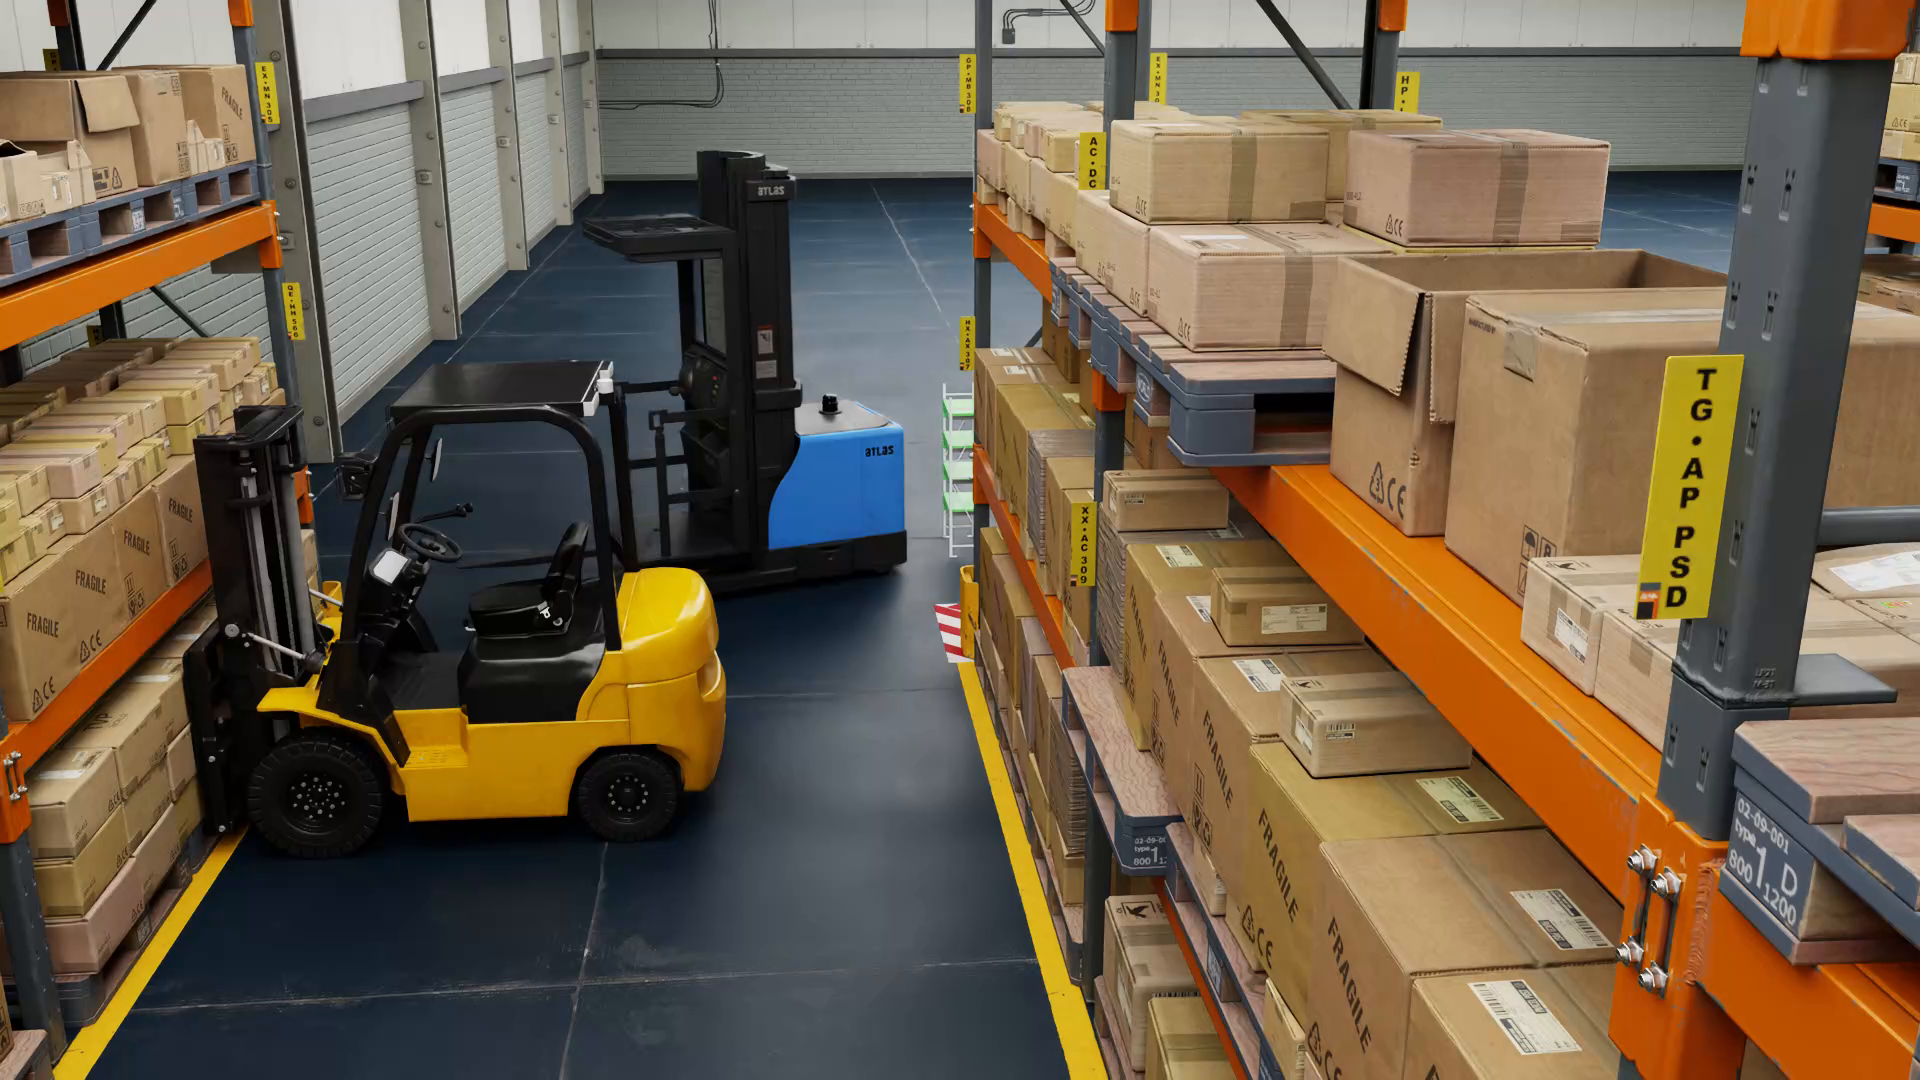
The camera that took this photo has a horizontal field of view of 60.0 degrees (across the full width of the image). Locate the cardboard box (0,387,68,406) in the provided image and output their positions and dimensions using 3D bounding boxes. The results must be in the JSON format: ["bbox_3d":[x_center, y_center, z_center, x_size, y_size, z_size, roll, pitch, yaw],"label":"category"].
[{"bbox_3d":[-4.500,-0.629,7.926,0.380,0.149,0.250,-2,18,-7],"label":"cardboard box"}]

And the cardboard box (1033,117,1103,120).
[{"bbox_3d":[0.547,-1.906,7.822,0.380,0.149,0.250,-1,17,-4],"label":"cardboard box"}]

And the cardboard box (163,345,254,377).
[{"bbox_3d":[-4.046,-0.953,8.959,0.380,0.149,0.250,-2,18,-6],"label":"cardboard box"}]

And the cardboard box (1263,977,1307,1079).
[{"bbox_3d":[0.915,1.123,3.810,0.380,0.149,0.250,-1,17,-5],"label":"cardboard box"}]

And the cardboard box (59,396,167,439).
[{"bbox_3d":[-3.938,-0.569,7.735,0.380,0.149,0.250,-2,17,-5],"label":"cardboard box"}]

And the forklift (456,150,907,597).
[{"bbox_3d":[-1.938,-1.116,11.338,3.031,2.935,1.130,-8,19,-24],"label":"forklift"}]

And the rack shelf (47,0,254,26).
[{"bbox_3d":[-4.143,-2.359,7.037,1.077,0.370,4.000,-2,18,-6],"label":"rack shelf"}]

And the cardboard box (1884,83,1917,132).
[{"bbox_3d":[5.349,-2.411,9.227,0.500,0.250,0.500,-2,18,-6],"label":"cardboard box"}]

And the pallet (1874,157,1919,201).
[{"bbox_3d":[5.588,-2.132,9.602,1.003,0.211,1.213,-2,18,-6],"label":"pallet"}]

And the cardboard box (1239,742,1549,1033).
[{"bbox_3d":[0.972,0.781,3.816,0.500,0.500,0.500,-3,18,-9],"label":"cardboard box"}]

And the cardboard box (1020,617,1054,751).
[{"bbox_3d":[0.565,0.693,8.100,0.500,0.500,0.500,-1,17,-3],"label":"cardboard box"}]

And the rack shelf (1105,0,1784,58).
[{"bbox_3d":[1.207,-1.322,3.733,1.077,0.370,4.000,-2,18,-6],"label":"rack shelf"}]

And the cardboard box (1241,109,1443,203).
[{"bbox_3d":[1.187,-1.219,5.260,0.500,0.250,0.500,-1,17,-4],"label":"cardboard box"}]

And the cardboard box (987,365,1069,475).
[{"bbox_3d":[0.417,-0.667,9.130,0.500,0.500,0.500,-1,17,-4],"label":"cardboard box"}]

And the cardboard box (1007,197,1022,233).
[{"bbox_3d":[0.436,-1.599,8.174,0.380,0.149,0.250,-2,17,-5],"label":"cardboard box"}]

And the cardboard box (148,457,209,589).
[{"bbox_3d":[-3.877,-0.079,7.754,0.500,0.500,0.500,-2,18,-5],"label":"cardboard box"}]

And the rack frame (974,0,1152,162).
[{"bbox_3d":[0.588,-3.644,9.259,1.000,3.000,0.127,-2,18,-6],"label":"rack frame"}]

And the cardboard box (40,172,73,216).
[{"bbox_3d":[-3.760,-1.366,6.565,0.380,0.149,0.250,-1,17,-4],"label":"cardboard box"}]

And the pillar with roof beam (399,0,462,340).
[{"bbox_3d":[-2.129,-6.962,19.829,9.100,9.000,0.400,-2,18,-6],"label":"pillar with roof beam"}]

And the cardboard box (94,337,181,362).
[{"bbox_3d":[-4.527,-1.019,9.169,0.380,0.149,0.250,-2,18,-7],"label":"cardboard box"}]

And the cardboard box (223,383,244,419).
[{"bbox_3d":[-4.013,-0.735,8.760,0.380,0.149,0.250,-1,17,-5],"label":"cardboard box"}]

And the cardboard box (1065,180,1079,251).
[{"bbox_3d":[0.687,-1.215,6.284,0.500,0.250,0.500,-2,18,-6],"label":"cardboard box"}]

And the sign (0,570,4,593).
[{"bbox_3d":[-3.398,0.031,5.771,0.100,0.325,0.005,-2,18,-6],"label":"sign"}]

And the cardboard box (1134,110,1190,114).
[{"bbox_3d":[0.942,-2.078,8.367,0.380,0.149,0.250,-2,18,-6],"label":"cardboard box"}]

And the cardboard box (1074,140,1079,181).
[{"bbox_3d":[0.648,-1.444,6.349,0.380,0.149,0.250,-2,18,-7],"label":"cardboard box"}]

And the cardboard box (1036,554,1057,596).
[{"bbox_3d":[0.556,0.141,7.638,0.380,0.149,0.250,-2,18,-6],"label":"cardboard box"}]

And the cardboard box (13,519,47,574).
[{"bbox_3d":[-3.736,0.028,6.332,0.380,0.149,0.250,-1,17,-4],"label":"cardboard box"}]

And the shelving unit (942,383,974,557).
[{"bbox_3d":[0.017,-0.523,12.340,0.258,1.200,0.503,-2,18,-6],"label":"shelving unit"}]

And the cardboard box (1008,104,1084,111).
[{"bbox_3d":[0.463,-2.286,9.032,0.380,0.149,0.250,-2,18,-6],"label":"cardboard box"}]

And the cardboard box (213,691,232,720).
[{"bbox_3d":[-3.825,0.834,8.069,0.500,0.250,0.500,-2,18,-6],"label":"cardboard box"}]

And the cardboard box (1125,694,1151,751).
[{"bbox_3d":[0.760,0.579,5.543,0.380,0.149,0.250,-1,17,-5],"label":"cardboard box"}]

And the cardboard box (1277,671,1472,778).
[{"bbox_3d":[0.964,0.424,3.871,0.380,0.149,0.250,-3,18,-8],"label":"cardboard box"}]

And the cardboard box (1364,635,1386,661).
[{"bbox_3d":[1.376,0.453,4.863,0.500,0.500,0.500,-1,17,-4],"label":"cardboard box"}]

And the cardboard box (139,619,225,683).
[{"bbox_3d":[-3.826,0.588,8.015,0.500,0.250,0.500,-2,18,-7],"label":"cardboard box"}]

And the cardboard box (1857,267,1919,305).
[{"bbox_3d":[5.649,-1.278,9.688,0.875,0.550,0.550,-2,18,-6],"label":"cardboard box"}]

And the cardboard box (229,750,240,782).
[{"bbox_3d":[-3.826,1.067,8.161,0.500,0.250,0.500,-1,17,-4],"label":"cardboard box"}]

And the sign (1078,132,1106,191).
[{"bbox_3d":[0.462,-1.248,5.774,0.100,0.325,0.005,-2,18,-6],"label":"sign"}]

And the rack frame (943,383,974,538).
[{"bbox_3d":[-0.008,-0.596,12.572,0.240,1.200,0.015,-2,18,-6],"label":"rack frame"}]

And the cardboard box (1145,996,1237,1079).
[{"bbox_3d":[1.135,1.834,5.513,0.950,0.372,0.625,-1,17,-2],"label":"cardboard box"}]

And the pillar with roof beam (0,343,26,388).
[{"bbox_3d":[-0.892,-3.387,8.441,9.100,9.000,0.400,-2,18,-6],"label":"pillar with roof beam"}]

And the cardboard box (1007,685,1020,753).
[{"bbox_3d":[0.510,0.894,8.712,0.500,0.250,0.500,-1,17,-2],"label":"cardboard box"}]

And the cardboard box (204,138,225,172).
[{"bbox_3d":[-3.961,-1.949,8.420,0.380,0.149,0.250,-2,18,-7],"label":"cardboard box"}]

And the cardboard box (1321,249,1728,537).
[{"bbox_3d":[1.227,-0.332,3.546,0.797,0.503,0.637,-2,18,-6],"label":"cardboard box"}]

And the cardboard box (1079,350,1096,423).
[{"bbox_3d":[0.971,-0.850,8.043,0.700,0.500,0.500,-2,18,-6],"label":"cardboard box"}]

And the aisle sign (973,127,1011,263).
[{"bbox_3d":[0.273,-2.030,9.797,0.394,0.787,0.004,-2,18,-6],"label":"aisle sign"}]

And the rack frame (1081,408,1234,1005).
[{"bbox_3d":[1.000,0.410,6.362,1.000,3.000,0.127,-2,18,-6],"label":"rack frame"}]

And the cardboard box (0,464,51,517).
[{"bbox_3d":[-3.826,-0.189,6.525,0.380,0.149,0.250,-2,18,-7],"label":"cardboard box"}]

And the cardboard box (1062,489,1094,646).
[{"bbox_3d":[0.707,0.096,6.699,0.500,0.500,0.500,-2,18,-7],"label":"cardboard box"}]

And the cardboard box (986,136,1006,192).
[{"bbox_3d":[0.417,-1.974,8.704,0.500,0.250,0.500,-2,18,-6],"label":"cardboard box"}]

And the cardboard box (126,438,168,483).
[{"bbox_3d":[-3.847,-0.357,7.555,0.380,0.149,0.250,-2,18,-7],"label":"cardboard box"}]

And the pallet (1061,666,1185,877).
[{"bbox_3d":[0.935,0.734,5.651,1.003,0.211,1.213,-2,18,-6],"label":"pallet"}]
